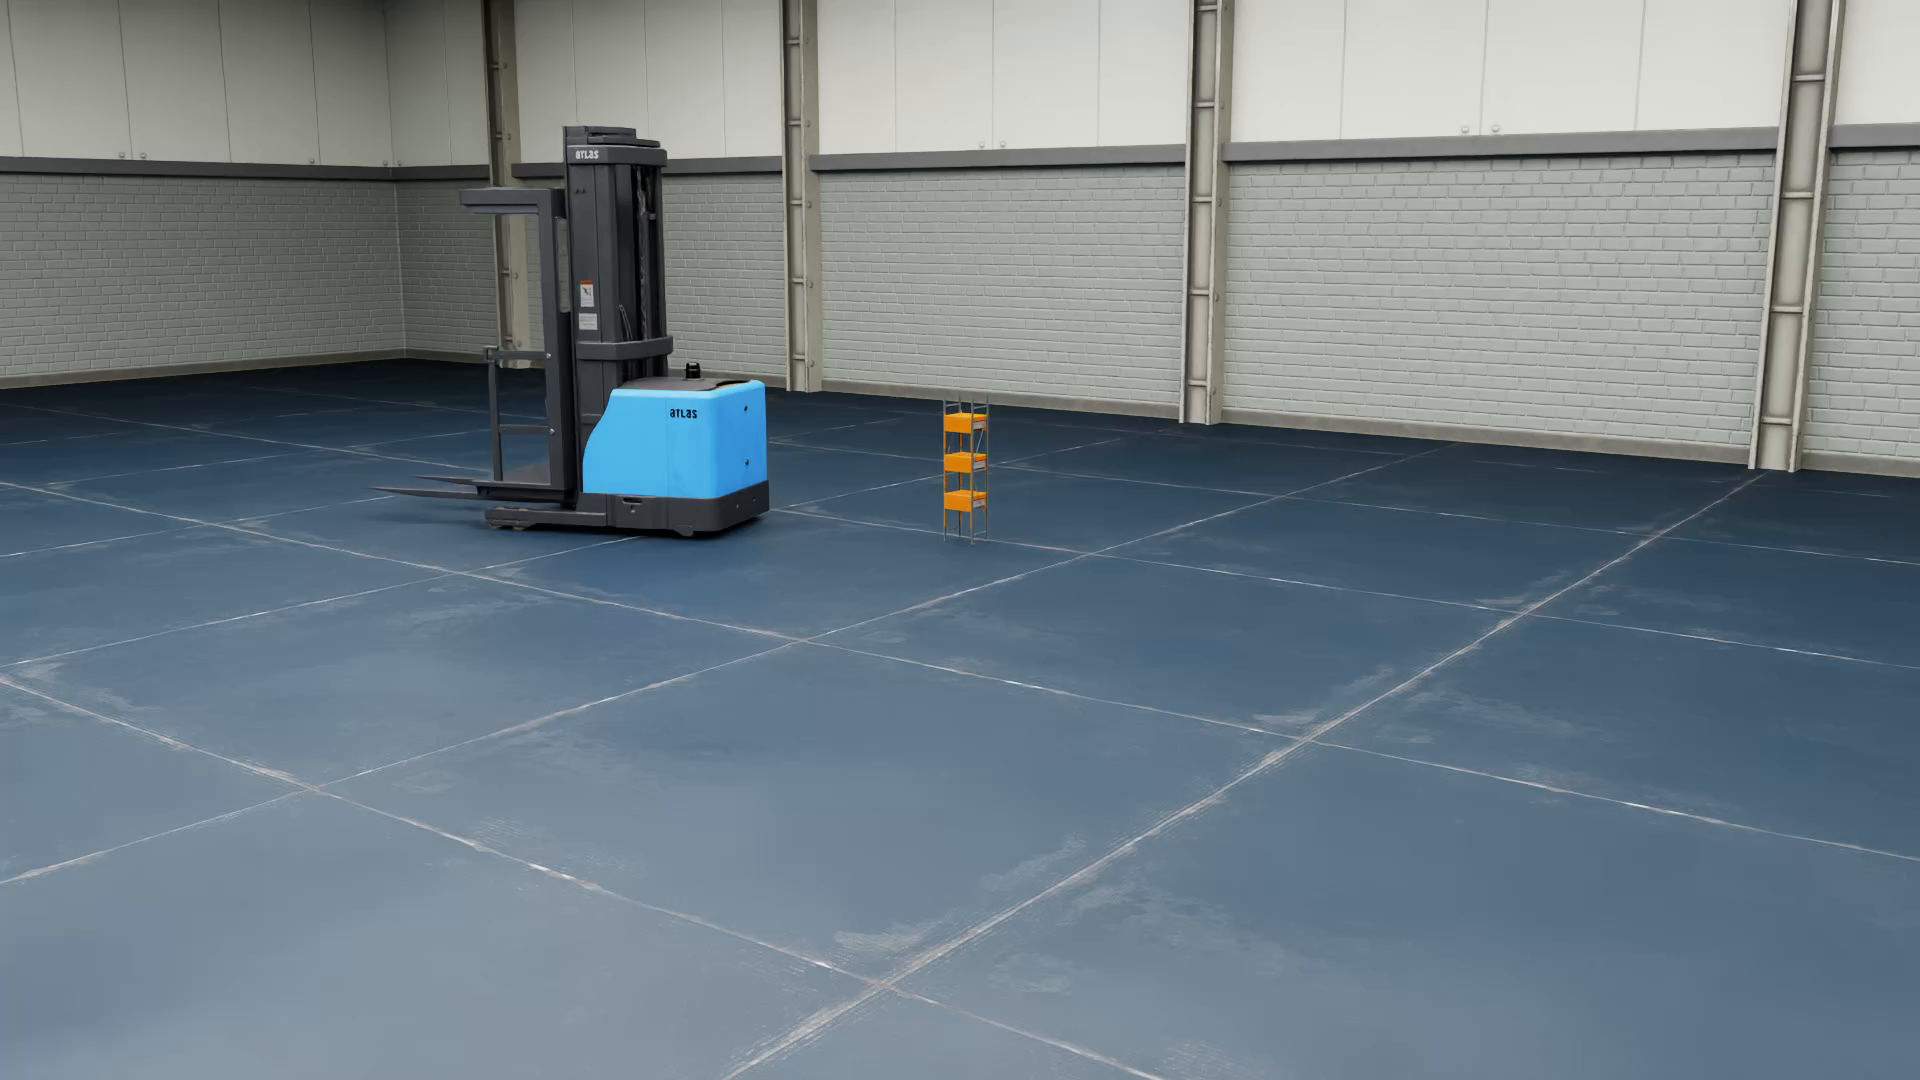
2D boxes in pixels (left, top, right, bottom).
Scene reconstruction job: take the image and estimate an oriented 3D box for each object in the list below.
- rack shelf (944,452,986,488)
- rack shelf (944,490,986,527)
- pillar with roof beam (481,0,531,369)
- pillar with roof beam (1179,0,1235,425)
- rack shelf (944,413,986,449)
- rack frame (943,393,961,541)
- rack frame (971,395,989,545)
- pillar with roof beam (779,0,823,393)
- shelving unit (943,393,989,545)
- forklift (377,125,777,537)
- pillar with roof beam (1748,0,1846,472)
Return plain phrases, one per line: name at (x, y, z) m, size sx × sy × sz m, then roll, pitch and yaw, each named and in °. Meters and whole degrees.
rack shelf at (0.043, -0.499, 11.901) m, size 0.240 × 0.259 × 0.215 m, roll 8°, pitch 13°, yaw 36°
rack shelf at (0.043, -0.226, 11.954) m, size 0.240 × 0.259 × 0.215 m, roll 8°, pitch 13°, yaw 36°
pillar with roof beam at (-9.478, -6.449, 21.673) m, size 0.400 × 9.000 × 9.100 m, roll 8°, pitch 13°, yaw 36°
pillar with roof beam at (0.194, -5.100, 14.700) m, size 0.400 × 9.000 × 9.100 m, roll 8°, pitch 13°, yaw 36°
rack shelf at (0.043, -0.778, 11.847) m, size 0.240 × 0.259 × 0.215 m, roll 8°, pitch 13°, yaw 36°
rack frame at (-0.055, -0.523, 11.970) m, size 0.008 × 1.050 × 0.200 m, roll 8°, pitch 13°, yaw 36°
rack frame at (0.141, -0.496, 11.828) m, size 0.008 × 1.050 × 0.200 m, roll 8°, pitch 13°, yaw 36°
pillar with roof beam at (-4.642, -5.775, 18.186) m, size 0.400 × 9.000 × 9.100 m, roll 8°, pitch 13°, yaw 36°
shelving unit at (0.043, -0.509, 11.899) m, size 0.252 × 1.050 × 0.215 m, roll 8°, pitch 13°, yaw 36°
forklift at (-2.990, -1.598, 12.574) m, size 3.031 × 2.935 × 1.130 m, roll 3°, pitch 11°, yaw 17°
pillar with roof beam at (5.030, -4.425, 11.213) m, size 0.400 × 9.000 × 9.100 m, roll 8°, pitch 13°, yaw 36°
